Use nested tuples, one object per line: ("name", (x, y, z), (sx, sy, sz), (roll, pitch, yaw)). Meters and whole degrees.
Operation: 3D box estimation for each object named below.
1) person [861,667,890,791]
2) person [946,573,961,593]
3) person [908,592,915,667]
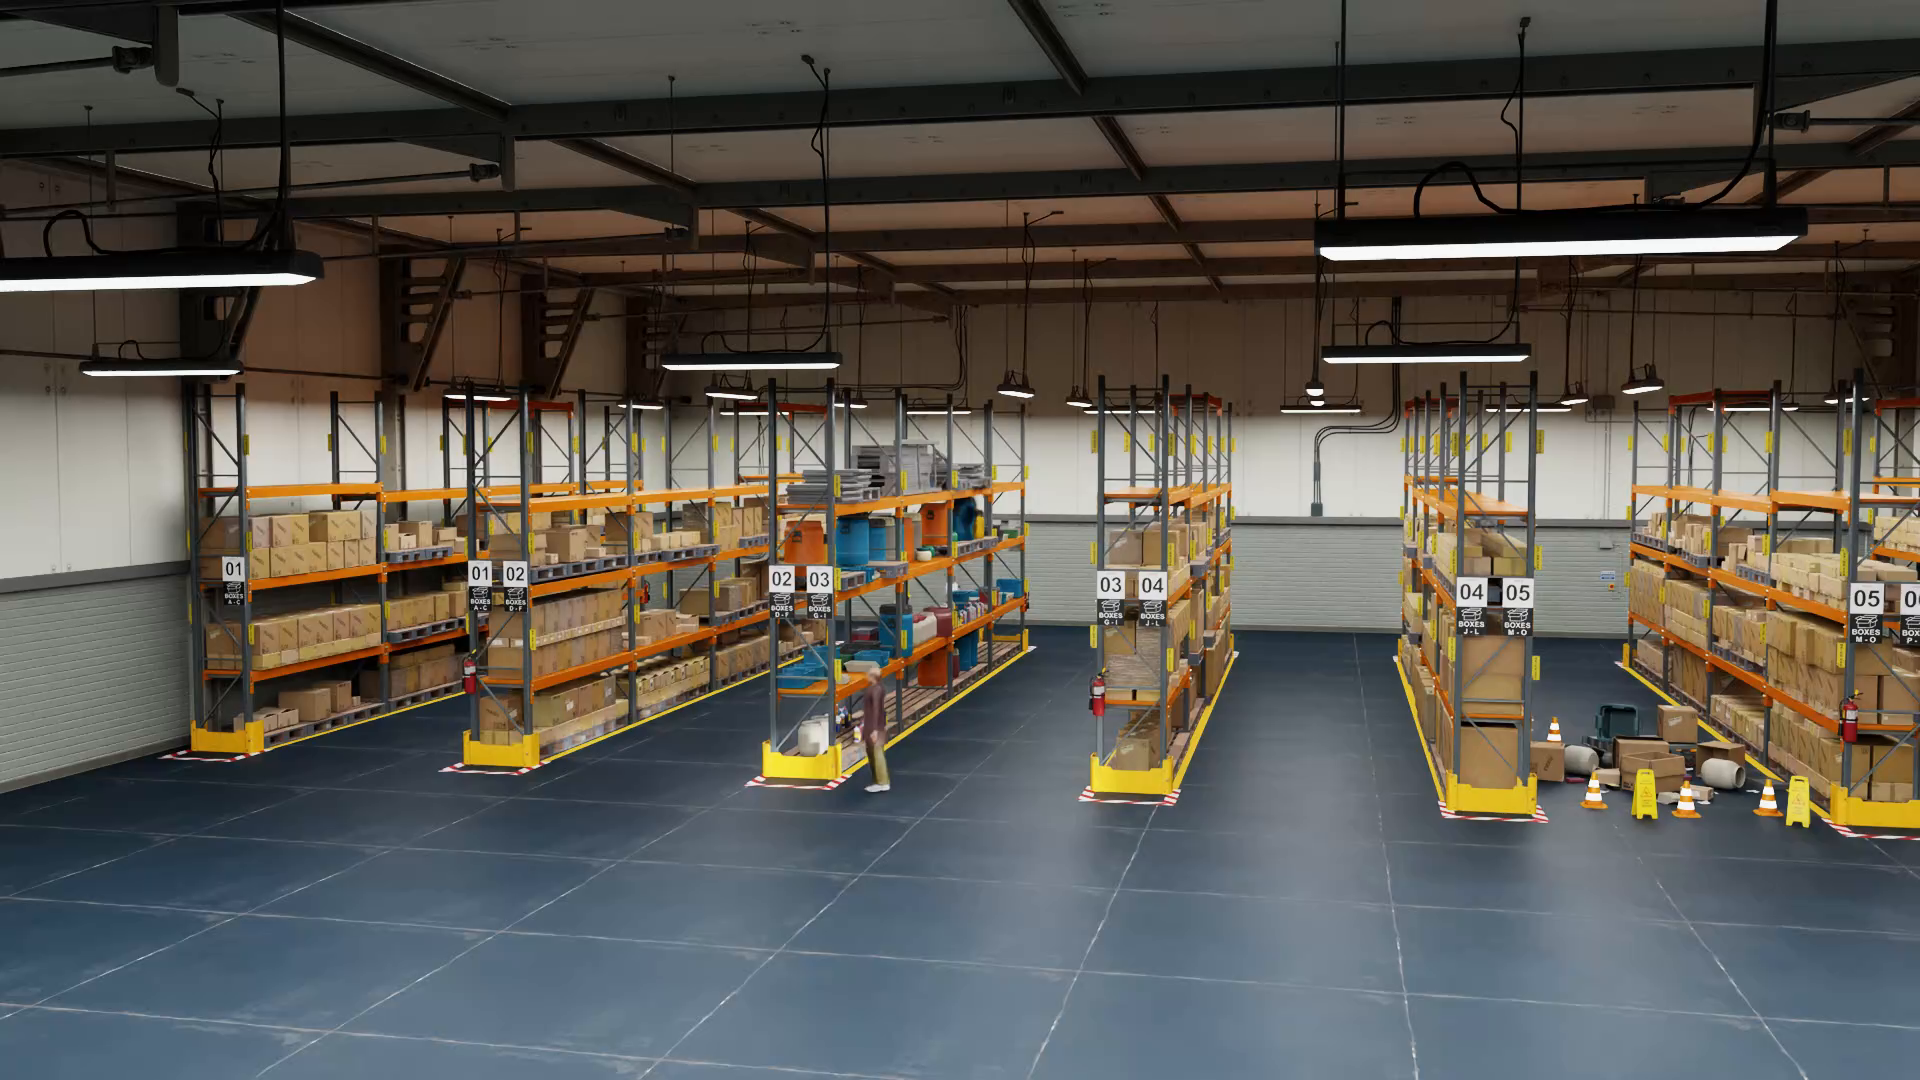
("person", (-1.227, 2.745, 24.051), (0.404, 1.824, 0.699), (0, 3, -8))
("person", (-0.135, 1.699, 43.031), (0.497, 1.712, 0.496), (1, 4, 23))
("person", (-1.262, 1.975, 37.019), (0.493, 1.771, 0.586), (0, 3, 4))
